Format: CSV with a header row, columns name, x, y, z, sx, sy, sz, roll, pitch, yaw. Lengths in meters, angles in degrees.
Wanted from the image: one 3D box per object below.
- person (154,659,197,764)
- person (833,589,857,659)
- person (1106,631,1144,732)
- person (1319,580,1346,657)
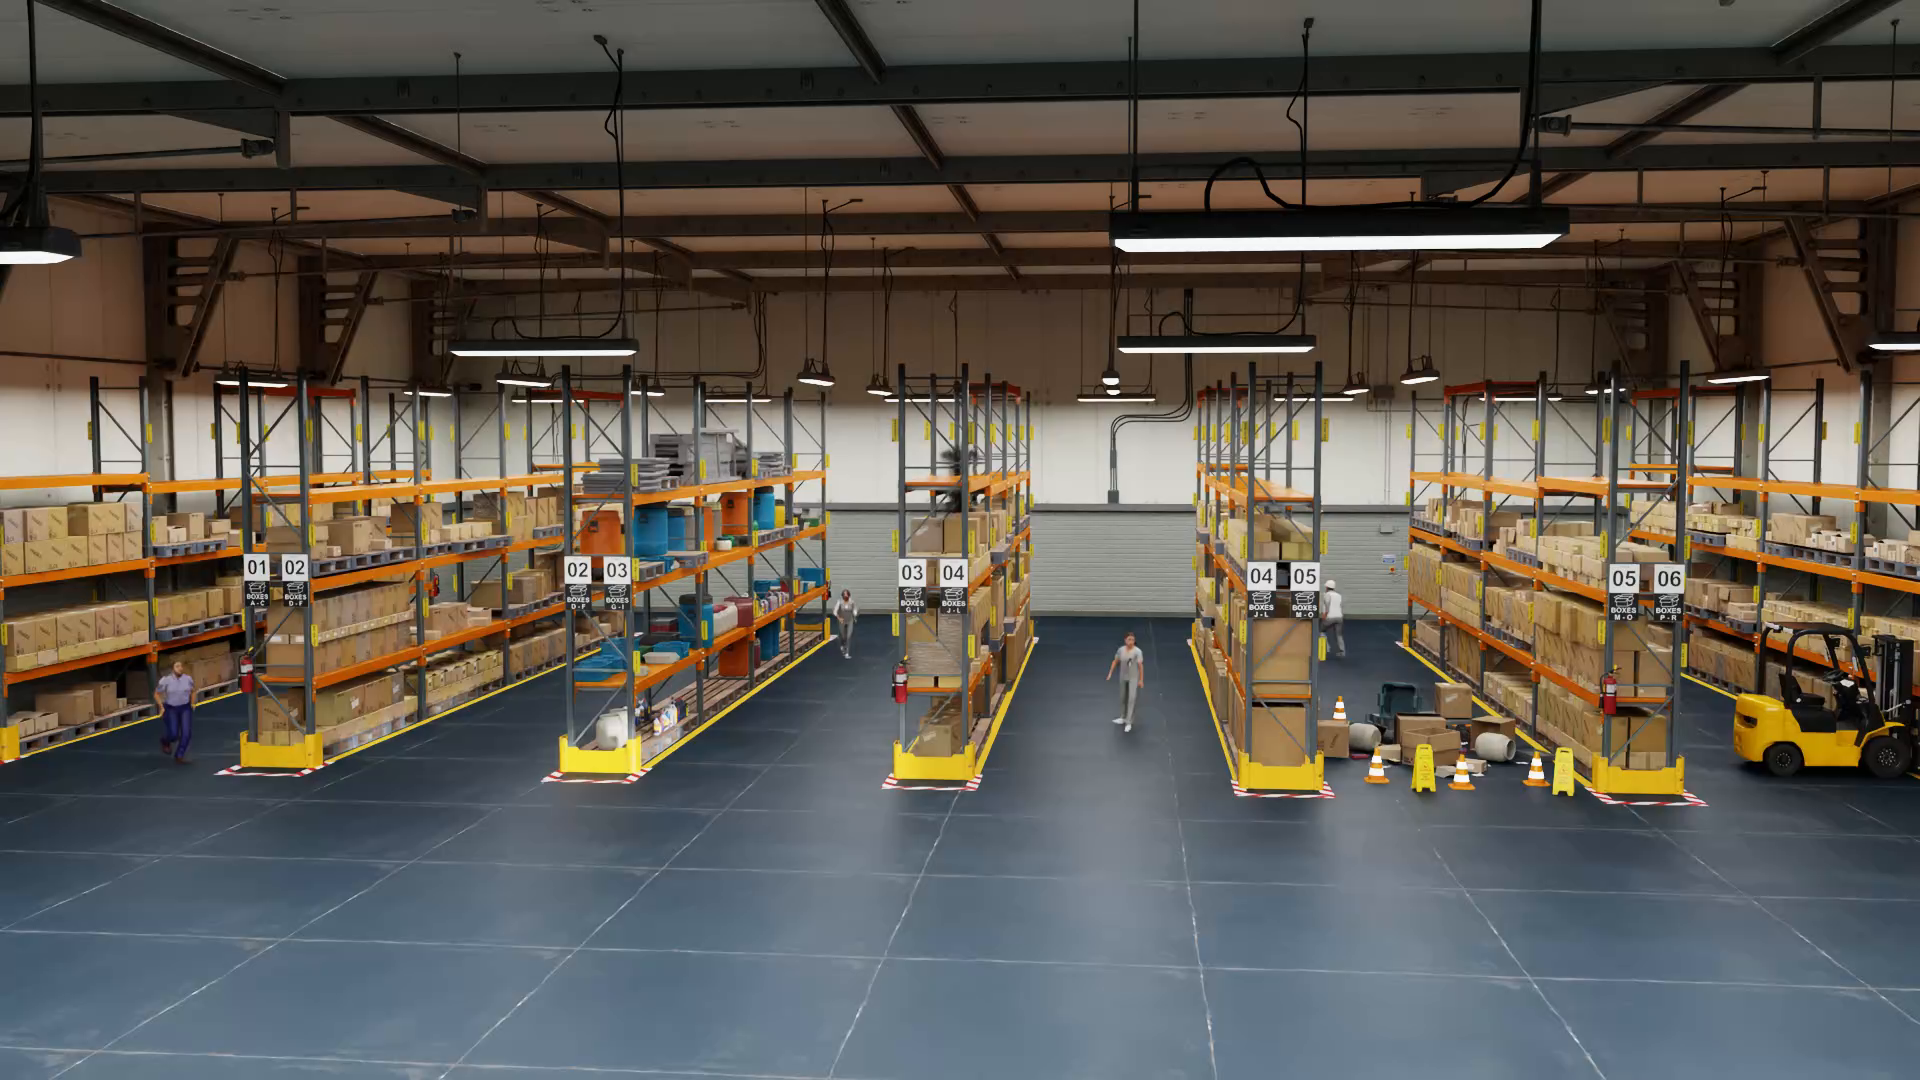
name,x,y,z,sx,sy,sz,roll,pitch,yaw
person,-11.893,2.597,25.241,0.599,1.586,0.582,-3,5,-42
person,-2.564,1.856,37.122,0.547,1.552,0.644,-1,4,-11
person,2.824,2.369,28.238,0.614,1.663,0.761,2,4,33
person,8.304,1.763,37.044,0.578,1.720,0.940,-1,4,-19
